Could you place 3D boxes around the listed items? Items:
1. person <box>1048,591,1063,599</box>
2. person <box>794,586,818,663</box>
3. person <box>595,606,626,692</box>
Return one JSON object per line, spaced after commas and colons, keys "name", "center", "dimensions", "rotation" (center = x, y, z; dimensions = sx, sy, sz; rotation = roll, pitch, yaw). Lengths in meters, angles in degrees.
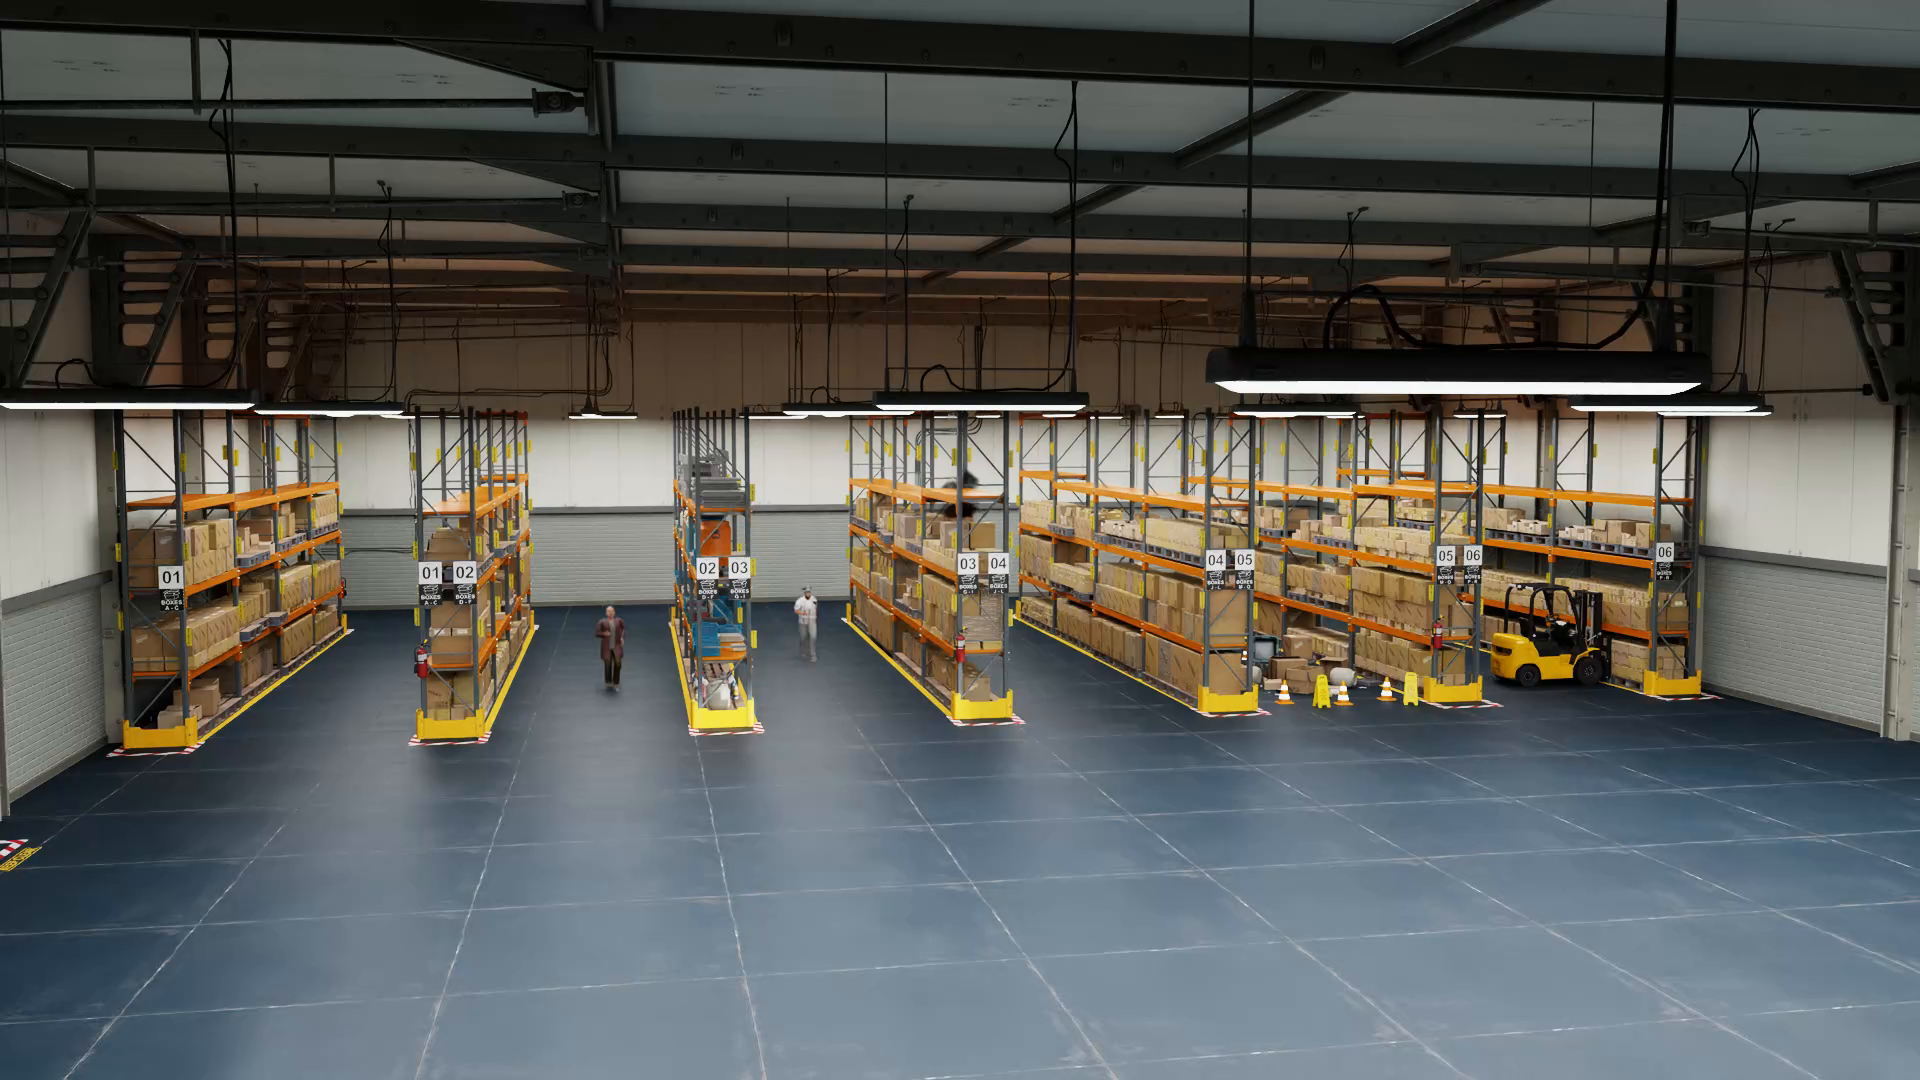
{"name": "person", "center": [2.862, 1.349, 49.787], "dimensions": [0.521, 1.678, 0.737], "rotation": [4, 6, 43]}
{"name": "person", "center": [-3.688, 2.001, 39.935], "dimensions": [0.608, 1.807, 0.909], "rotation": [-1, 4, -15]}
{"name": "person", "center": [-7.408, 2.326, 35.366], "dimensions": [0.685, 1.824, 0.776], "rotation": [-1, 4, -18]}
